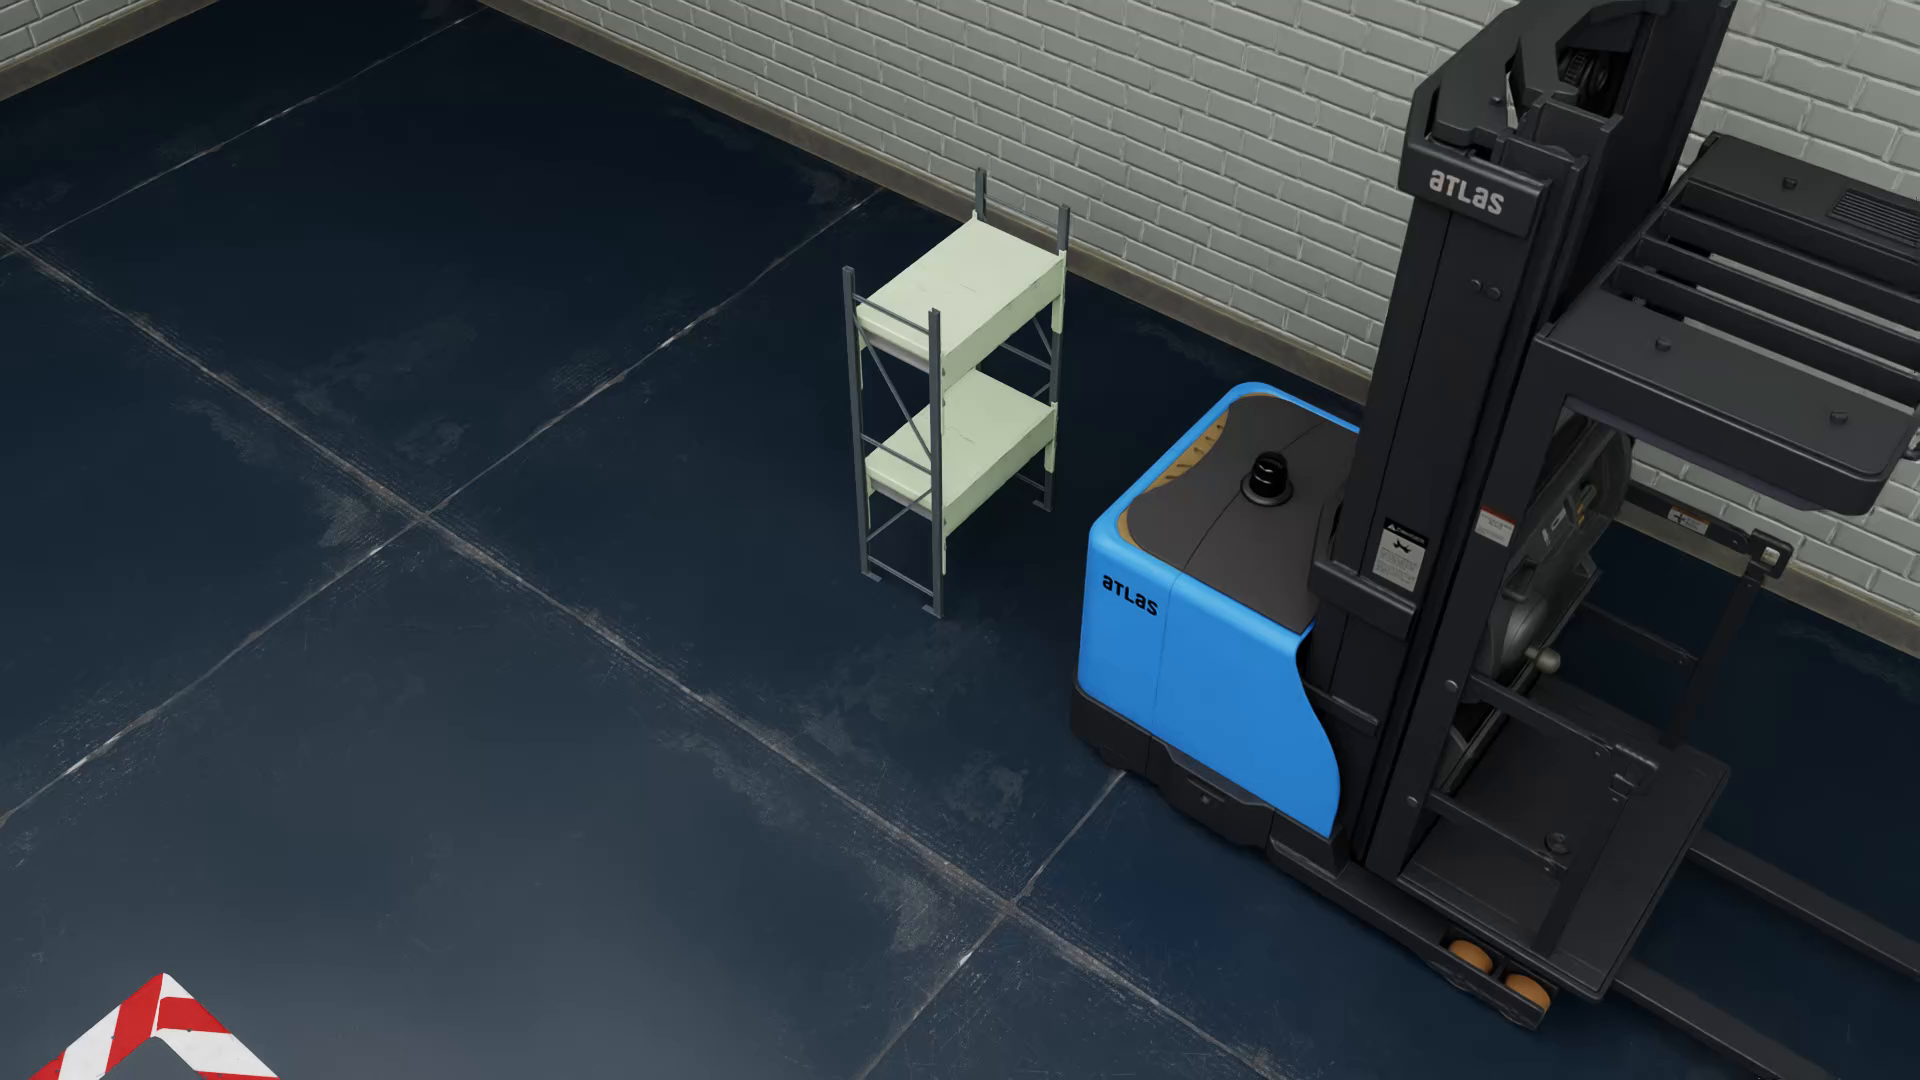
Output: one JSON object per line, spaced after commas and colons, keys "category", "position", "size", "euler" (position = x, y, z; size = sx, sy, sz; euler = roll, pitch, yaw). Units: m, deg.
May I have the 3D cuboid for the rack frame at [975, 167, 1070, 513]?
{"category": "rack frame", "position": [0.220, -0.724, 6.404], "size": [0.400, 1.500, 0.023], "euler": [29, 53, 25]}

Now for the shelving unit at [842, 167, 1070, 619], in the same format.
{"category": "shelving unit", "position": [-0.004, -0.514, 6.204], "size": [0.431, 1.500, 0.755], "euler": [29, 53, 25]}

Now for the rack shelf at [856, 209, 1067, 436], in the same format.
{"category": "rack shelf", "position": [-0.004, -0.784, 5.922], "size": [0.431, 0.370, 0.720], "euler": [29, 53, 25]}

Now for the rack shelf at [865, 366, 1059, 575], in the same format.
{"category": "rack shelf", "position": [-0.004, -0.289, 6.440], "size": [0.431, 0.370, 0.720], "euler": [29, 53, 25]}

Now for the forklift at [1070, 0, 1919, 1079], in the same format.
{"category": "forklift", "position": [1.867, 0.086, 4.641], "size": [3.031, 2.935, 1.130], "euler": [30, 53, 25]}

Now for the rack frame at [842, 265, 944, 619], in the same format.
{"category": "rack frame", "position": [-0.228, -0.305, 6.004], "size": [0.400, 1.500, 0.023], "euler": [29, 53, 25]}
